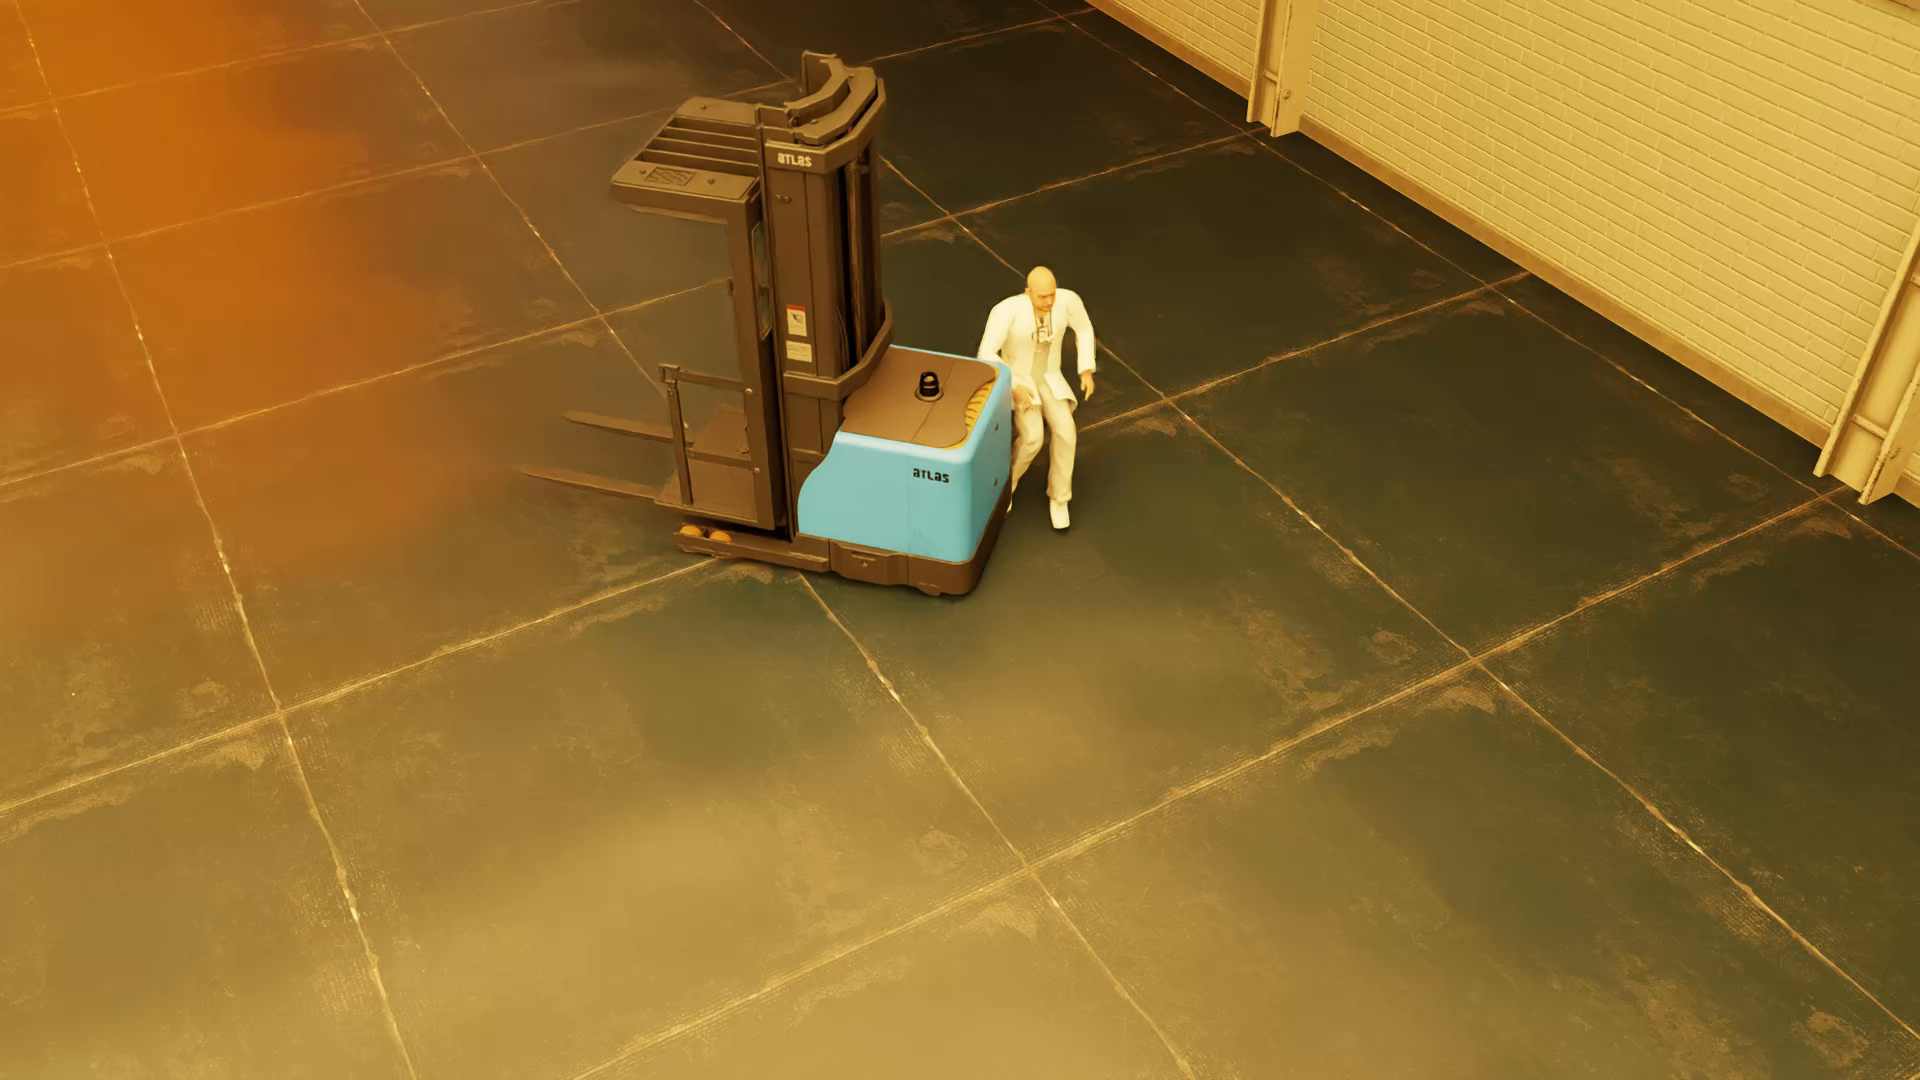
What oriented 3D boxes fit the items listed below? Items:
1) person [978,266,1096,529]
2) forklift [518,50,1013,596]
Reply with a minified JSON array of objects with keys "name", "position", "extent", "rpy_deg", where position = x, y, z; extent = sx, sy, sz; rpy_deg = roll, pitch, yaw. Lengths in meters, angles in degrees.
[{"name":"person","position":[0.559,-0.887,10.274],"extent":[0.836,1.573,0.923],"rpy_deg":[-17,42,-19]},{"name":"forklift","position":[-1.248,-1.327,9.636],"extent":[3.031,2.935,1.130],"rpy_deg":[11,41,13]}]
